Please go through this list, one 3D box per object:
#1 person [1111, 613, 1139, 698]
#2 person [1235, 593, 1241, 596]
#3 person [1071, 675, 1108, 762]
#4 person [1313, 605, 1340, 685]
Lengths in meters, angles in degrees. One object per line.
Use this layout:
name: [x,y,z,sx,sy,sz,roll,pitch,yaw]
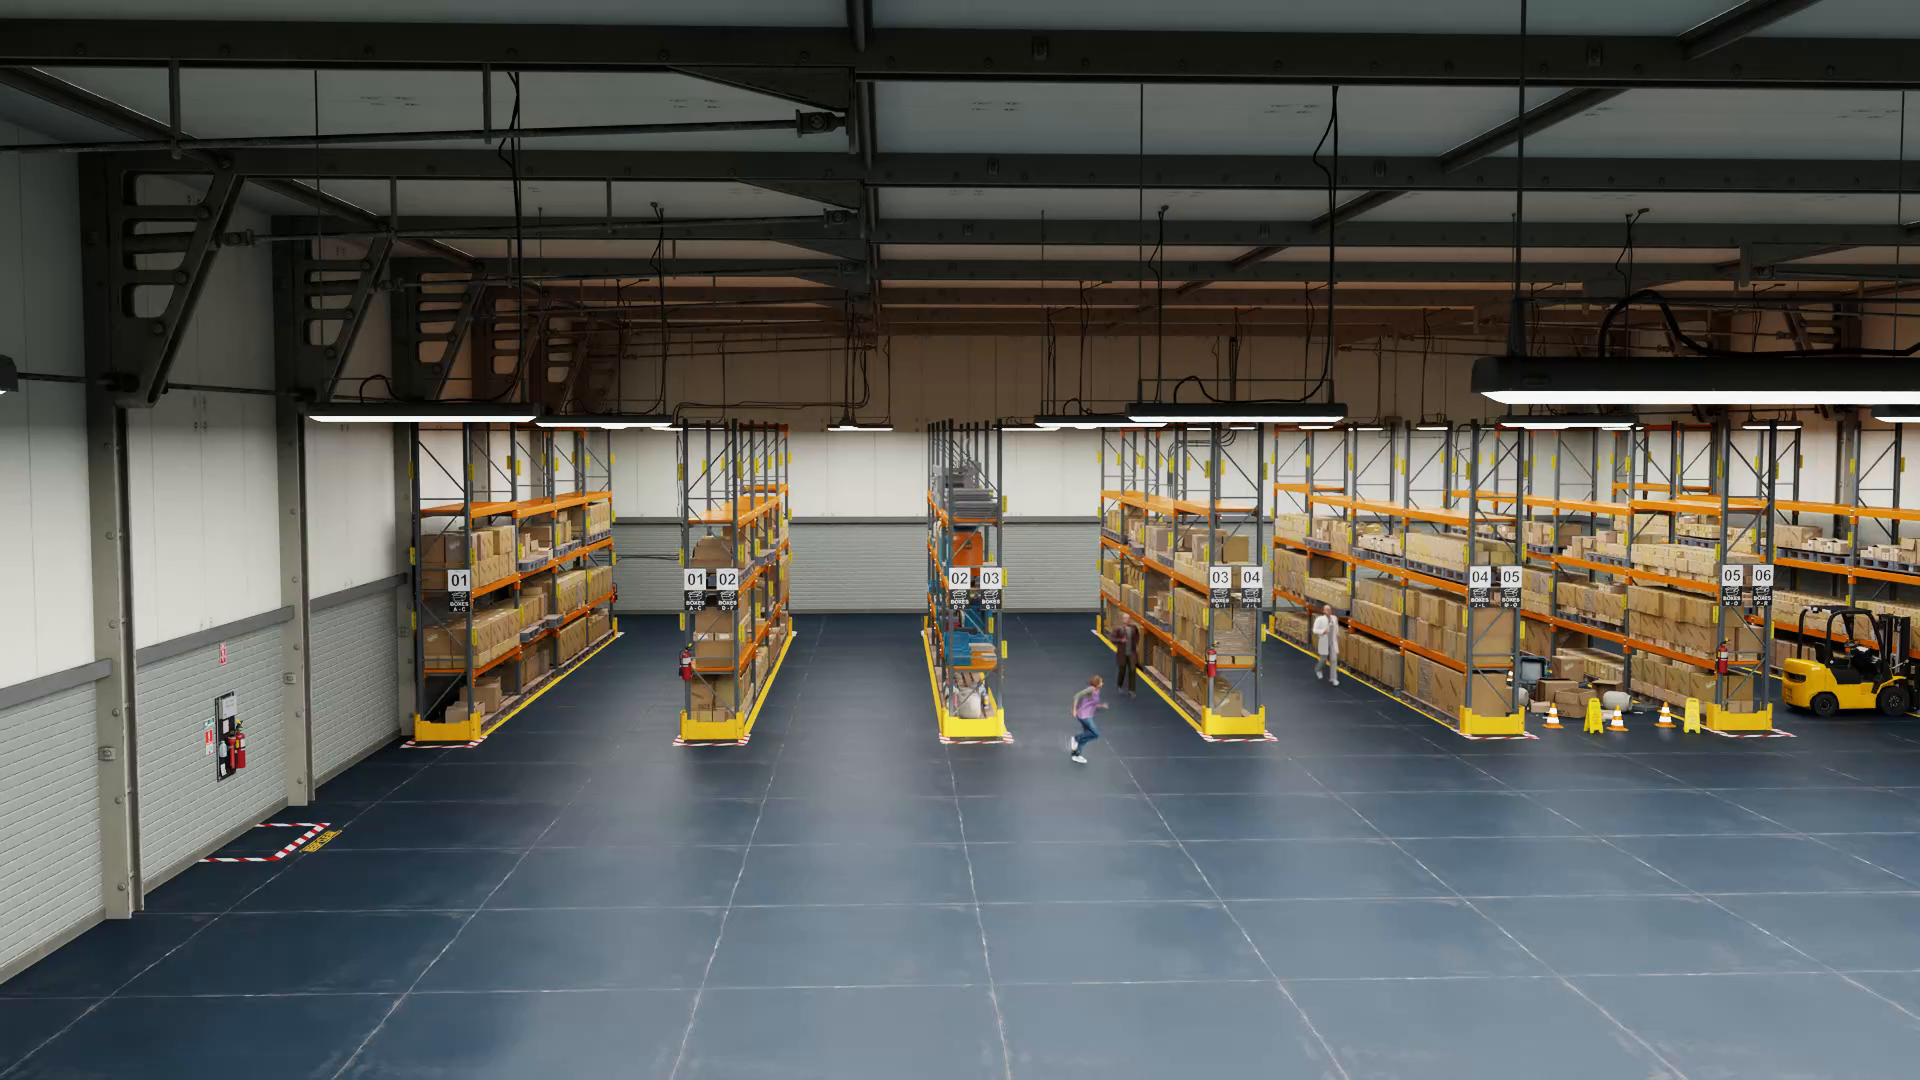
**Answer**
person: [3.617,2.487,36.138,0.701,1.792,0.949,-1,4,-9]
person: [7.789,1.893,45.311,0.708,1.693,0.831,0,4,7]
person: [2.262,3.114,28.982,0.649,1.527,0.525,1,4,18]
person: [8.405,2.384,38.052,0.710,1.769,1.049,-1,4,-10]
